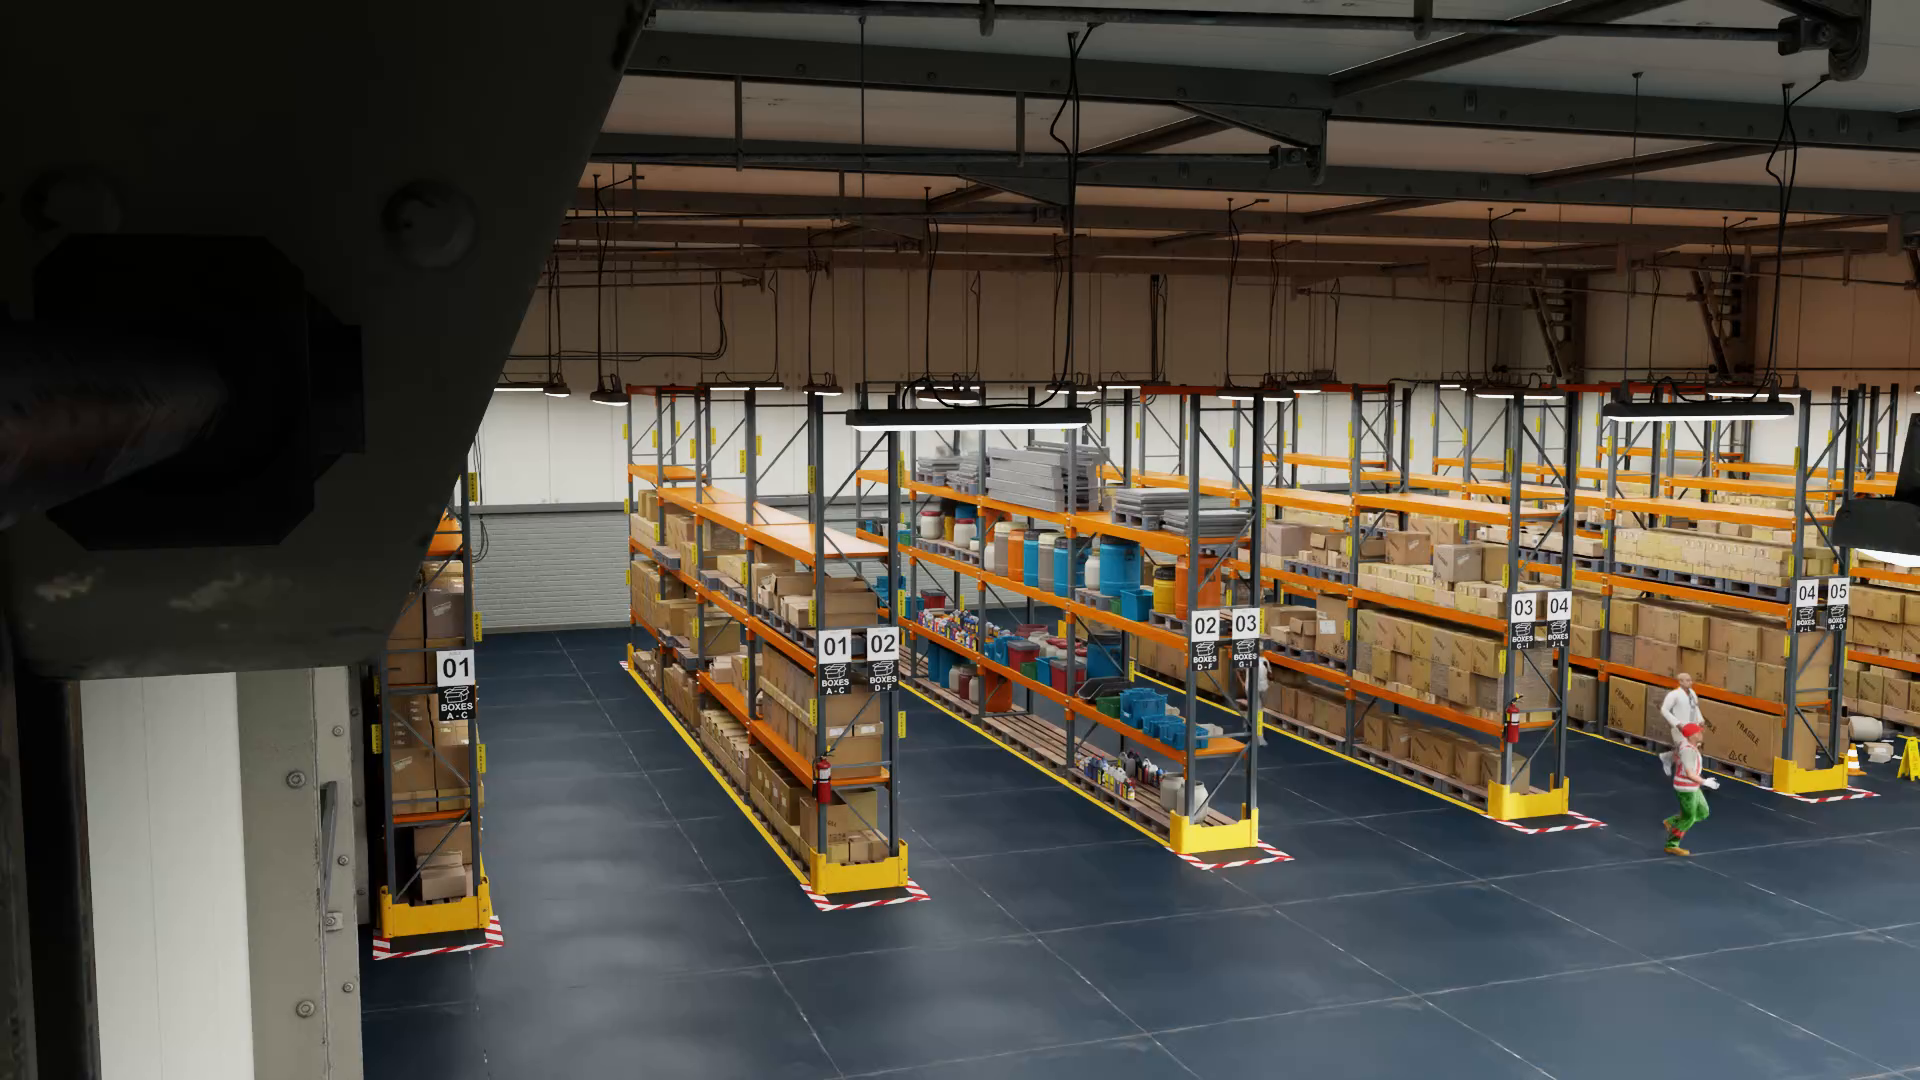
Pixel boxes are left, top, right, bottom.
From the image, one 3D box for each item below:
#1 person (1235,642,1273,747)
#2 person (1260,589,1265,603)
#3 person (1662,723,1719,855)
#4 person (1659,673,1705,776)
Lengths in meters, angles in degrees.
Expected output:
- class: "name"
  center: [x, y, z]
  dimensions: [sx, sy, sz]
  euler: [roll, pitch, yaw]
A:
- class: "person"
  center: [5.019, 2.567, 28.185]
  dimensions: [0.562, 1.716, 0.885]
  euler: [-3, 6, -25]
- class: "person"
  center: [6.623, 1.642, 37.550]
  dimensions: [0.578, 1.654, 0.665]
  euler: [-2, 6, -22]
- class: "person"
  center: [9.527, 3.232, 21.667]
  dimensions: [0.661, 1.740, 0.693]
  euler: [3, 6, 24]
- class: "person"
  center: [10.904, 2.865, 25.186]
  dimensions: [0.751, 1.733, 0.774]
  euler: [-3, 7, -29]
